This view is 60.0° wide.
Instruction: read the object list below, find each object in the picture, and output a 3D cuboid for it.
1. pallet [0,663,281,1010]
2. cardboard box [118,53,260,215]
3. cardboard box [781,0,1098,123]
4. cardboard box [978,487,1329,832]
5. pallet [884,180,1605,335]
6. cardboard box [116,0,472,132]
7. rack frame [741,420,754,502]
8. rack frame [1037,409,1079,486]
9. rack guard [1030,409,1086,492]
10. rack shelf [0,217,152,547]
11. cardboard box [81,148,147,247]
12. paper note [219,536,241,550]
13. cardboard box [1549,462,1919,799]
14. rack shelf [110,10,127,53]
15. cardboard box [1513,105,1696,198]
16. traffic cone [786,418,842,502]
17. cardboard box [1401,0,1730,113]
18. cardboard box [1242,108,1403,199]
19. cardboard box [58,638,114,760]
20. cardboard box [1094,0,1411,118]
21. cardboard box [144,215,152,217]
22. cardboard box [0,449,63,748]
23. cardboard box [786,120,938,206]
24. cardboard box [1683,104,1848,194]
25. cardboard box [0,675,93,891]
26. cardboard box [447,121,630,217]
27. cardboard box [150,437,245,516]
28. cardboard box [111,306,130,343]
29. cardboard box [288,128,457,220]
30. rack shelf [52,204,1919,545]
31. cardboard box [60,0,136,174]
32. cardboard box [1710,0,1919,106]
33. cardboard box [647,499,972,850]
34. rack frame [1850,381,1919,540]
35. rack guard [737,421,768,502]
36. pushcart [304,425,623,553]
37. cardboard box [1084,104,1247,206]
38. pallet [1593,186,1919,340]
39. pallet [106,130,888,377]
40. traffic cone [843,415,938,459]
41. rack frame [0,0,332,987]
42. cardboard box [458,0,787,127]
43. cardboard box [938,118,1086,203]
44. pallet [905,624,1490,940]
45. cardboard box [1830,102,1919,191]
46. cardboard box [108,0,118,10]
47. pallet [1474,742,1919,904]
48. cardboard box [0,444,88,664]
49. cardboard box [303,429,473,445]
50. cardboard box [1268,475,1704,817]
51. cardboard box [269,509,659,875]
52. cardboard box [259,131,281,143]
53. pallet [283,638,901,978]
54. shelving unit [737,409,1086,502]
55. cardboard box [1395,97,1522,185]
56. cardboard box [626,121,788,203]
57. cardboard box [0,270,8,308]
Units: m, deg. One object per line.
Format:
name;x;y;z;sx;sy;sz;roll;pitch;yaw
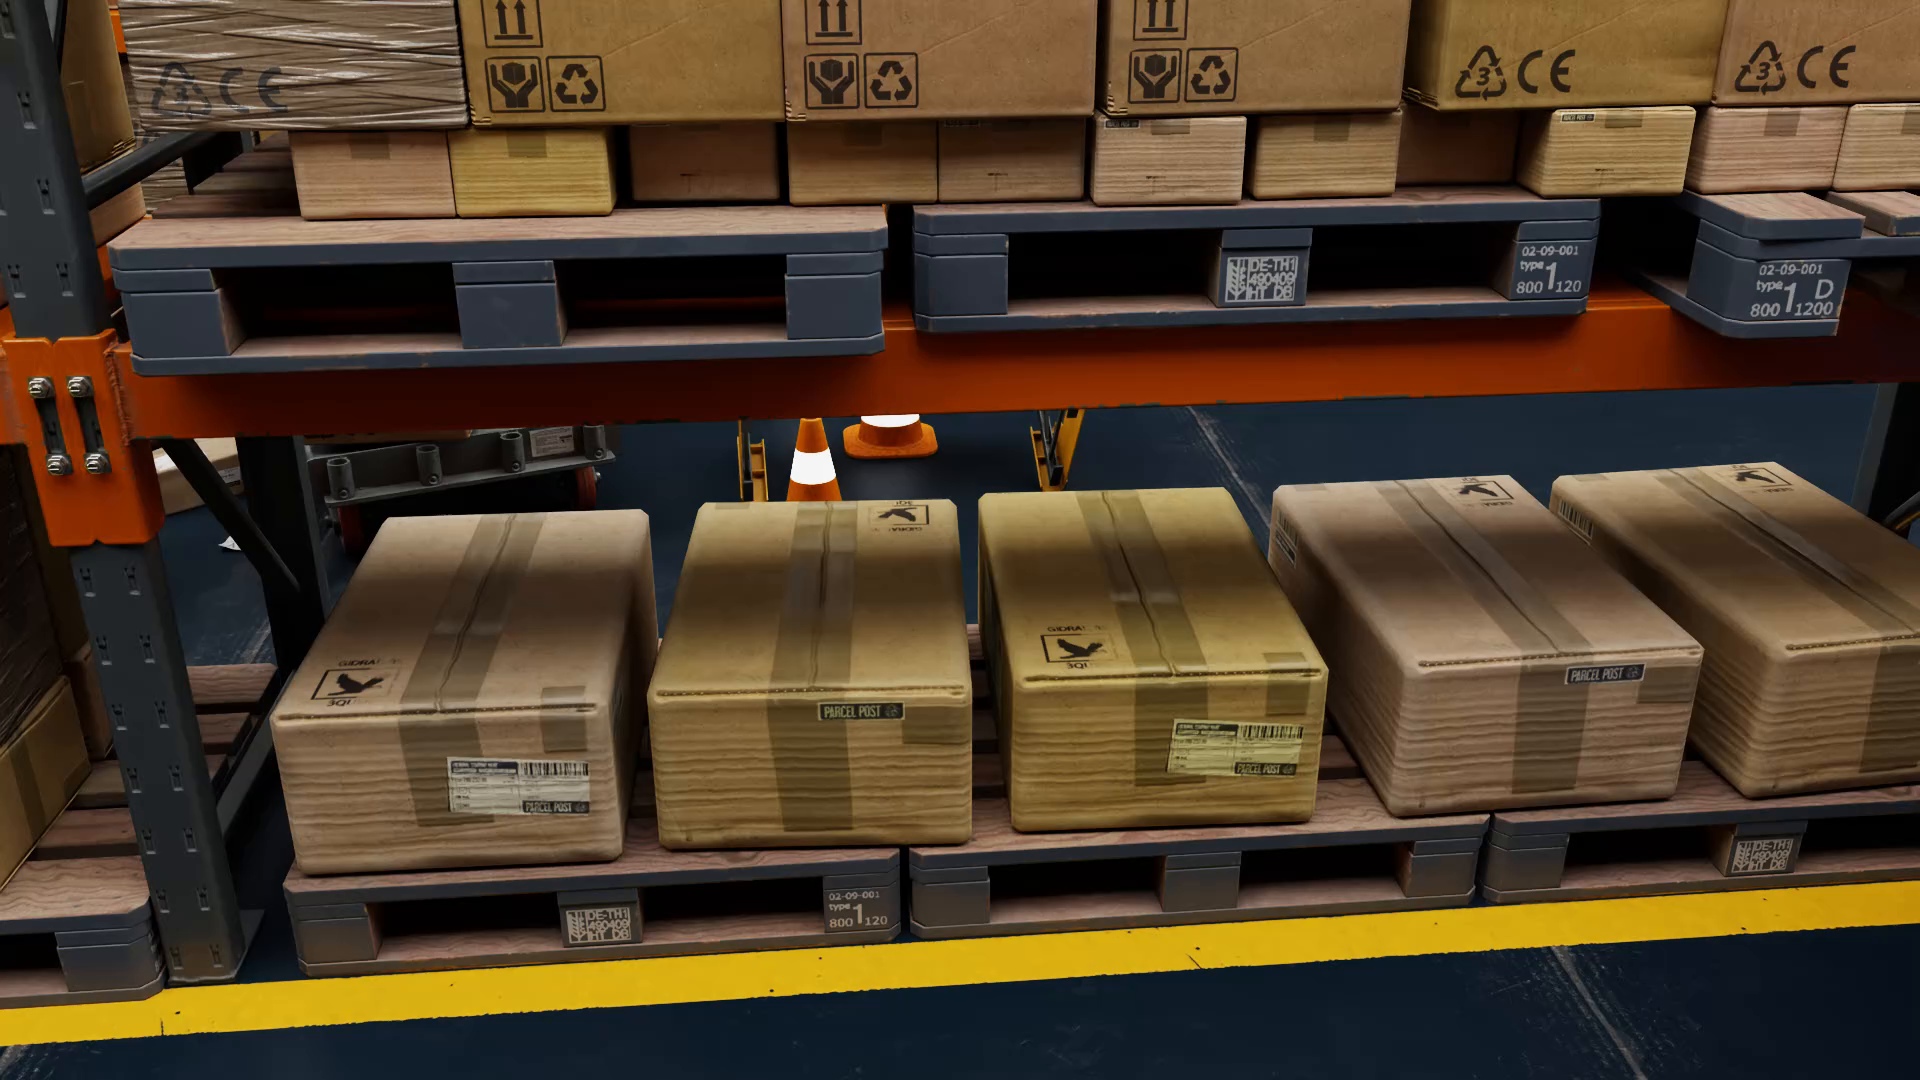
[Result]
pallet;-2.207;0.620;3.595;1.213;0.211;1.003;-2;24;-5
cardboard box;-3.658;-1.879;7.883;0.875;0.875;0.875;-2;24;-5
cardboard box;-0.055;-1.006;2.814;0.500;0.500;0.500;-2;24;-5
cardboard box;0.387;0.233;3.751;0.625;0.372;0.950;-2;24;-3
pallet;0.473;-0.672;3.305;1.213;0.211;1.003;-2;24;-5
cardboard box;-1.047;-0.972;2.737;0.500;0.500;0.500;-2;24;-4
rack frame;-0.756;-0.895;5.596;0.032;0.500;1.500;-3;59;-8
rack frame;0.248;-0.951;5.740;0.032;0.500;1.500;-3;59;-8
rack guard;0.322;-0.418;5.422;0.087;0.587;0.250;-3;59;-8
rack shelf;-3.532;-0.287;3.088;4.000;0.370;1.077;-2;24;-5
cardboard box;-1.887;-0.698;3.436;0.250;0.149;0.380;-2;24;-5
paper note;-2.237;-0.007;5.228;0.142;0.019;0.148;-2;24;-5
cardboard box;1.876;0.172;3.888;0.625;0.372;0.950;-4;24;-9
rack shelf;-4.119;-2.284;7.580;4.000;0.370;1.077;-2;24;-5
cardboard box;1.106;-0.732;2.997;0.250;0.149;0.380;-2;24;-4
traffic cone;-0.445;-0.152;5.021;0.334;0.463;0.336;-2;24;-5
cardboard box;0.998;-1.052;2.918;0.500;0.500;0.500;-4;24;-9
cardboard box;0.602;-0.730;2.992;0.250;0.149;0.380;-3;24;-7
cardboard box;-2.155;0.284;3.787;0.500;0.250;0.500;-3;24;-8
cardboard box;0.455;-1.031;2.870;0.500;0.500;0.500;-3;24;-7
cardboard box;-3.573;-1.074;7.048;0.500;0.500;0.500;2;24;4
cardboard box;-2.104;0.159;3.145;0.500;0.500;0.500;-3;24;-6
cardboard box;-0.177;-0.709;2.944;0.250;0.149;0.380;-2;24;-4
cardboard box;1.379;-0.749;3.035;0.250;0.149;0.380;-3;24;-8
cardboard box;-2.104;0.501;3.297;0.500;0.250;0.500;-1;24;-3
cardboard box;-0.711;-0.673;2.864;0.250;0.149;0.380;-2;24;-4
cardboard box;-2.563;-0.281;5.555;0.258;0.266;0.396;22;32;40
cardboard box;-3.093;-0.591;5.793;0.503;0.637;0.797;-2;24;-5
cardboard box;-0.961;-0.667;2.850;0.250;0.149;0.380;-2;24;-4
rack shelf;0.449;-0.447;3.447;4.000;0.370;1.077;-2;24;-5
cardboard box;-2.007;-0.972;3.255;0.500;0.500;0.500;-2;24;-5
cardboard box;1.500;-1.073;2.965;0.500;0.500;0.500;-3;24;-6
cardboard box;-0.305;0.261;3.687;0.625;0.372;0.950;-1;24;-2
rack frame;2.439;-0.855;3.481;0.127;3.000;1.000;-2;24;-5
rack guard;-0.662;-0.364;5.280;0.087;0.587;0.250;-3;59;-8
pushcart;-1.816;-0.417;5.723;0.936;0.377;1.648;-11;26;-23
cardboard box;0.339;-0.708;2.941;0.250;0.149;0.380;-1;24;-3
pallet;1.740;-0.696;3.359;1.003;0.211;1.213;-2;24;-5
pallet;-0.767;-0.580;3.097;1.213;0.211;1.003;-2;24;-5
traffic cone;-0.255;-0.567;5.957;0.334;0.463;0.336;-2;24;-5
rack frame;-1.542;-0.695;3.122;0.127;3.000;1.000;-2;24;-5
cardboard box;-0.549;-0.992;2.782;0.500;0.500;0.500;-2;24;-5
cardboard box;0.070;-0.718;2.965;0.250;0.149;0.380;-2;24;-5
pallet;0.450;0.497;3.872;1.213;0.211;1.003;-2;24;-5
cardboard box;1.630;-0.756;3.050;0.250;0.149;0.380;-2;24;-6
cardboard box;-3.589;-2.736;7.528;0.550;0.550;0.875;-2;24;-5
pallet;1.661;0.450;3.978;1.213;0.211;1.003;-2;24;-5
cardboard box;-2.155;-0.059;3.635;0.500;0.500;0.500;-1;24;-3
cardboard box;-1.747;-0.618;5.091;0.500;0.500;0.500;-2;24;-5
cardboard box;1.142;0.205;3.814;0.625;0.372;0.950;-3;24;-6
cardboard box;-1.020;0.291;3.619;0.625;0.372;0.950;-2;24;-4
cardboard box;-2.762;-1.916;7.967;0.875;0.875;0.875;-2;24;-4
pallet;-0.767;0.547;3.759;1.213;0.211;1.003;-2;24;-5
shelving unit;-0.245;-0.924;5.669;1.083;0.587;1.500;-3;59;-8
cardboard box;0.844;-0.773;3.089;0.250;0.149;0.380;-2;24;-5
cardboard box;-0.437;-0.716;2.959;0.250;0.149;0.380;-1;24;-2
cardboard box;-1.832;-0.445;2.867;0.250;0.149;0.380;-3;24;-6
